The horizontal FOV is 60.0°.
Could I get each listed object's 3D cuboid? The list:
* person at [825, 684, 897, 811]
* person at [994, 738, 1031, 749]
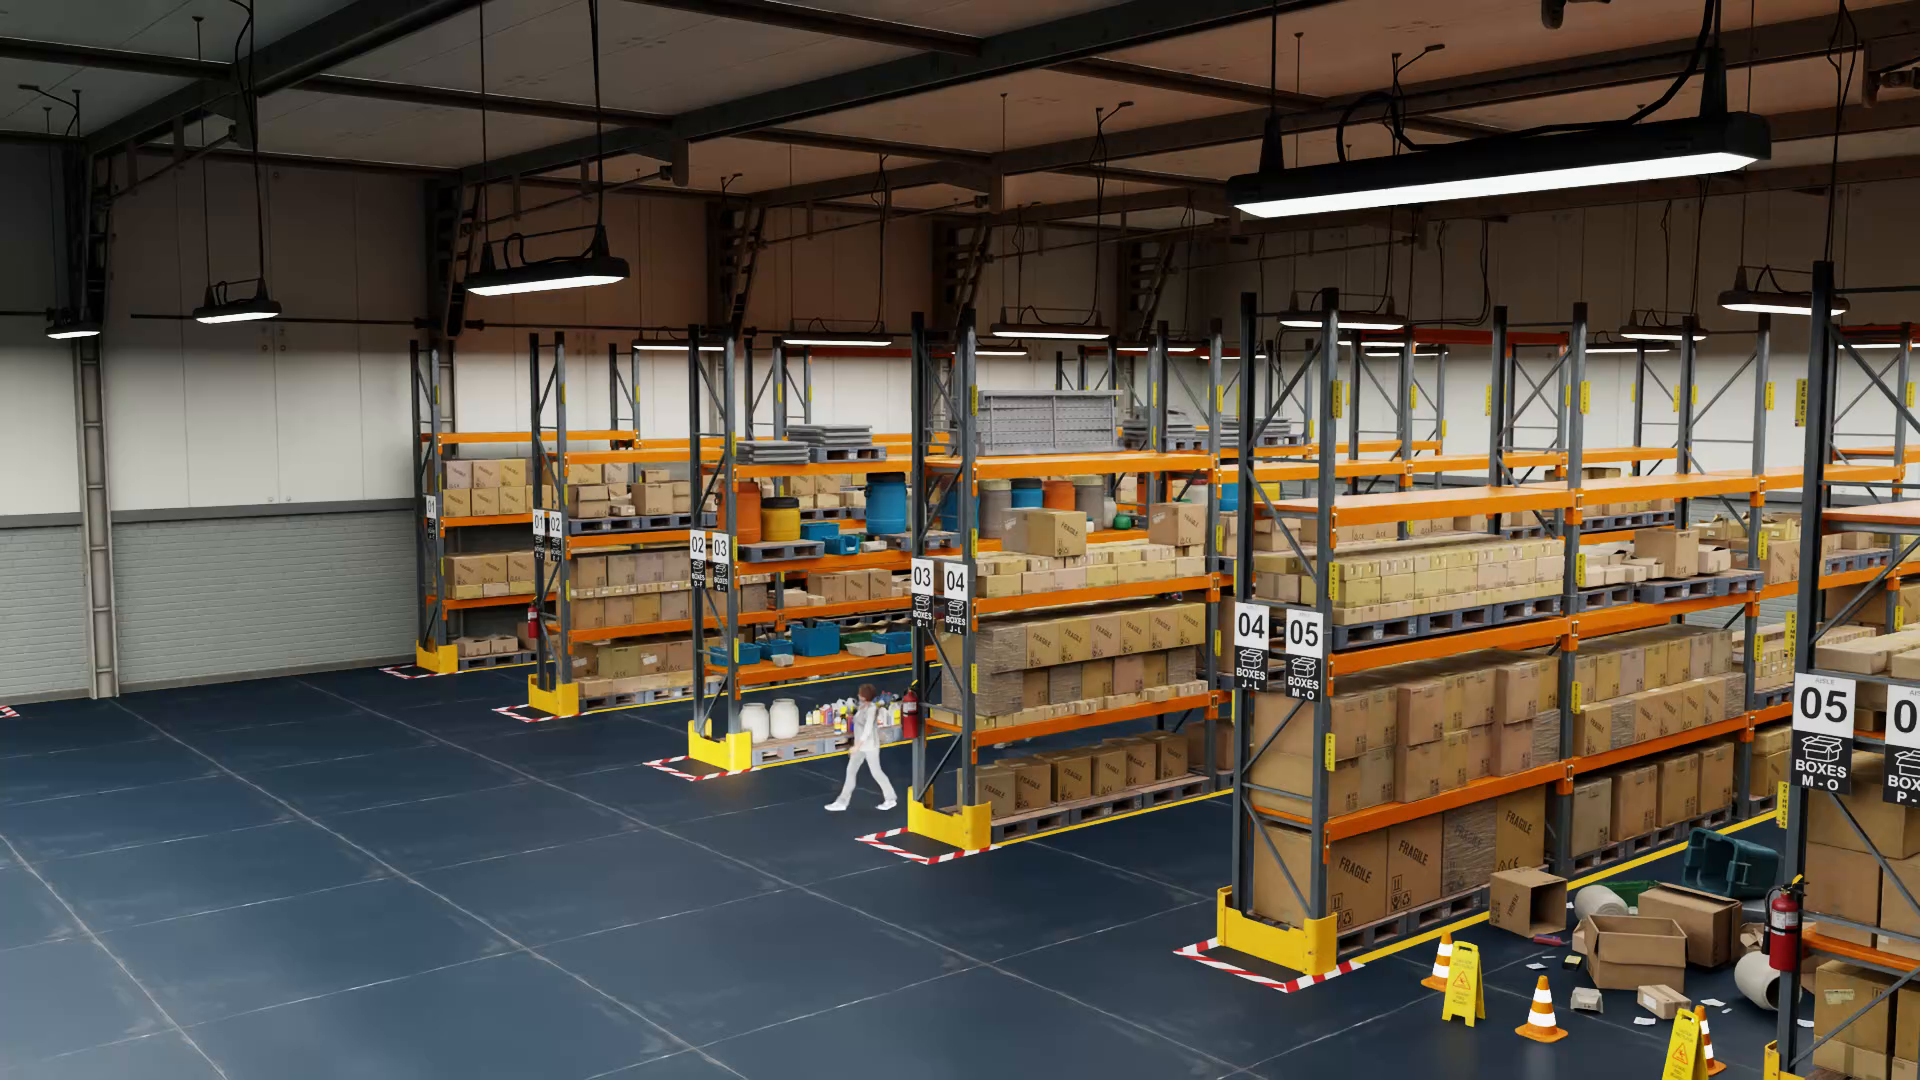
[{"bbox_3d":[-1.195,2.510,20.113,0.903,1.552,0.432,-2,6,-24],"label":"person"},{"bbox_3d":[0.716,2.147,23.850,0.607,1.648,0.548,-2,6,-24],"label":"person"}]
